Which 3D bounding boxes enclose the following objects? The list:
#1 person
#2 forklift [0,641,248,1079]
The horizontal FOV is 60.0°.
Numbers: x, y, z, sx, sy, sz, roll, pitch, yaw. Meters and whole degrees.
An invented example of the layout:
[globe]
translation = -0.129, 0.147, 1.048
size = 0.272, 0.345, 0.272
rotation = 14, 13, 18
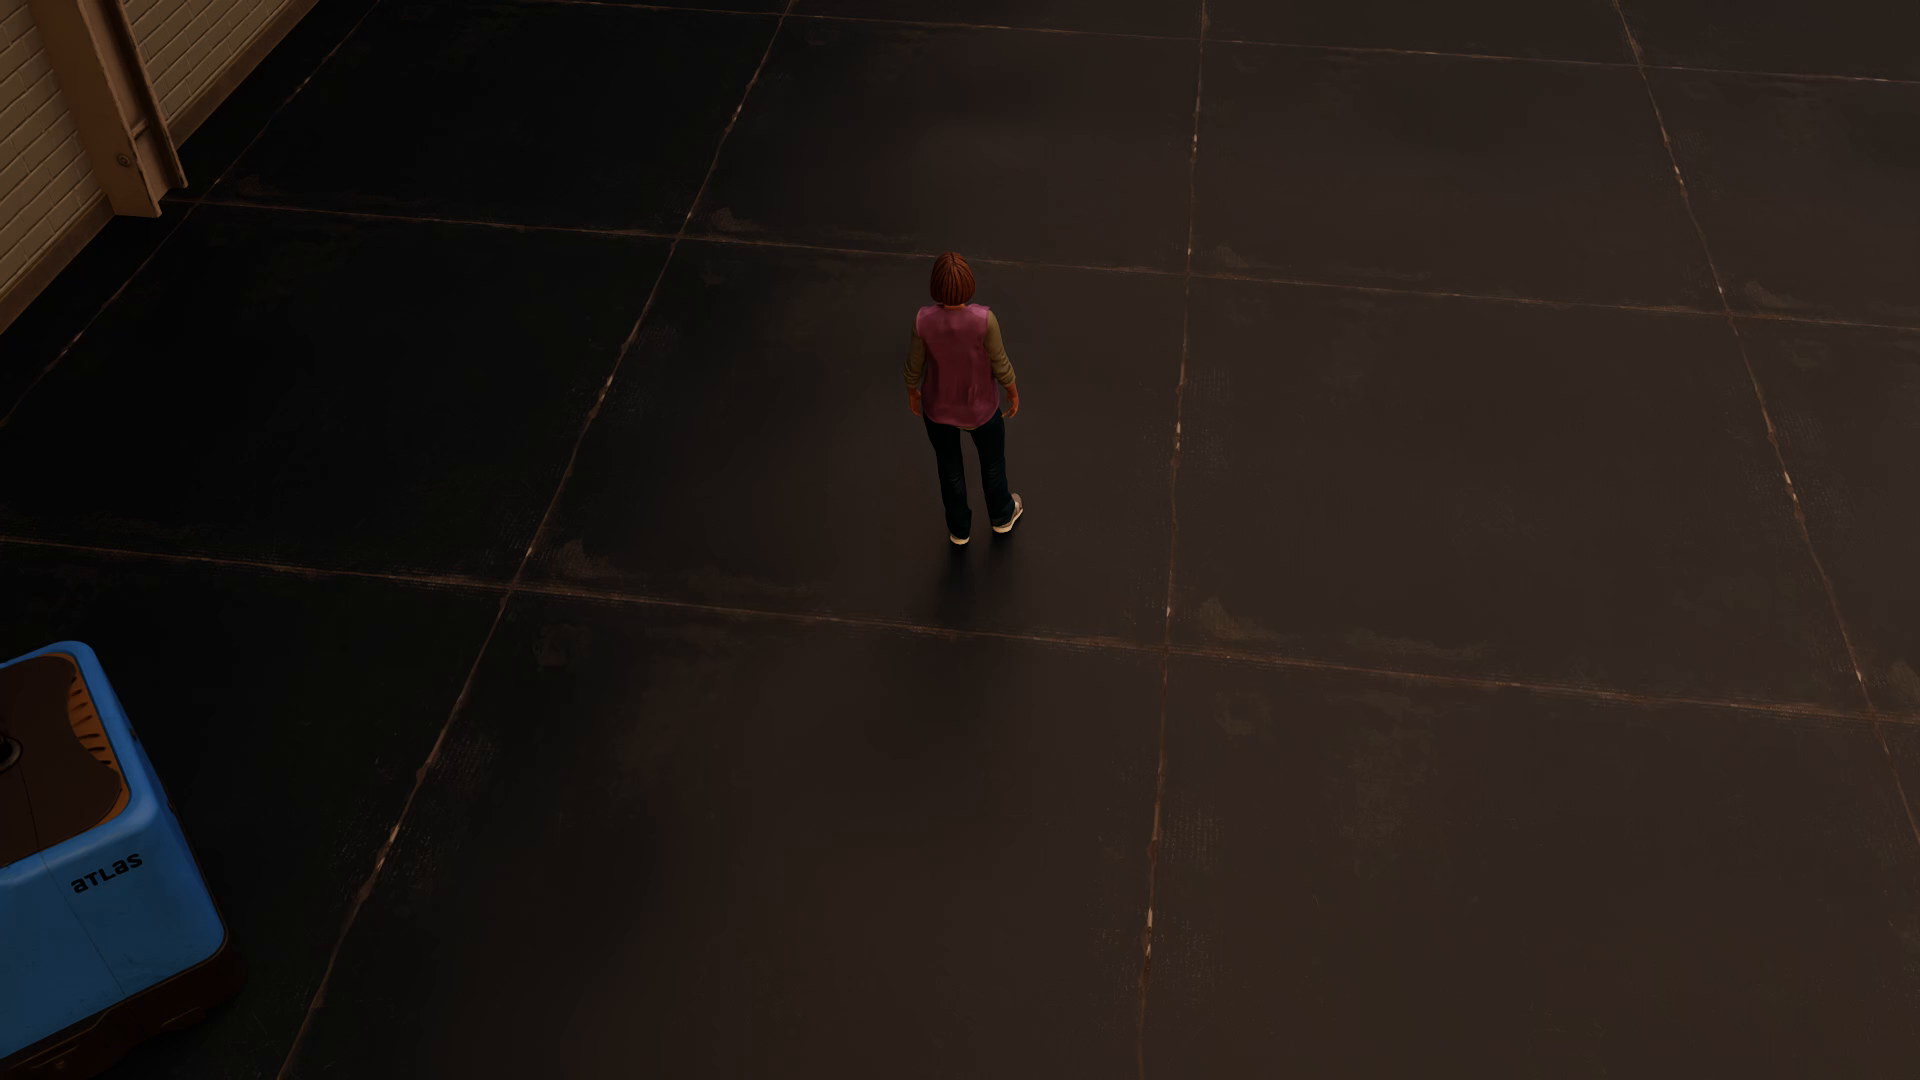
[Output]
[person]
translation = 0.024, -0.642, 7.398
size = 0.520, 1.597, 0.476
rotation = 5, 43, 6
[forklift]
translation = -4.096, 0.881, 4.765
size = 3.031, 2.935, 1.130
rotation = -25, 48, -25
